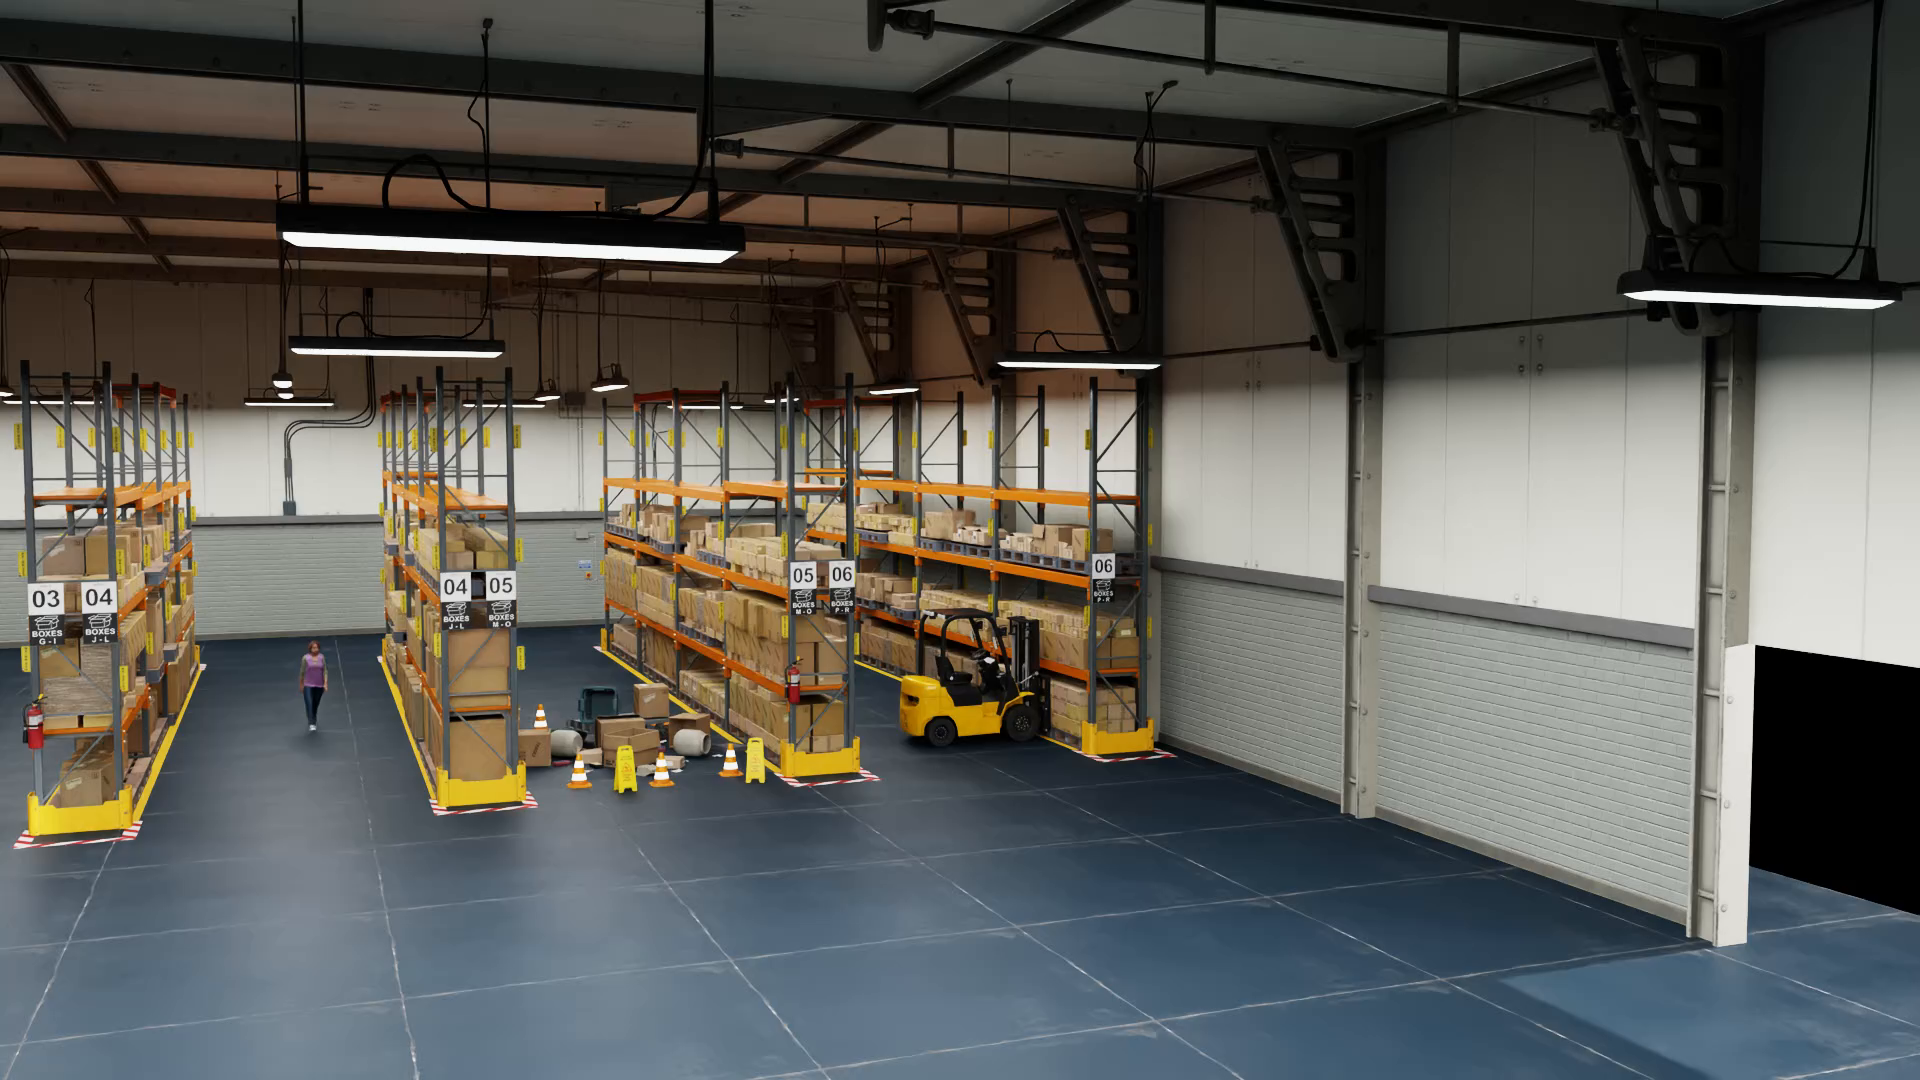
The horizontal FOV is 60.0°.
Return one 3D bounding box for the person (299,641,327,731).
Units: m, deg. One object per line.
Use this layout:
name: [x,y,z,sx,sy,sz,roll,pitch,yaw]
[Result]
person: [-11.039,2.495,28.443,0.449,1.545,0.972,-3,4,-38]
